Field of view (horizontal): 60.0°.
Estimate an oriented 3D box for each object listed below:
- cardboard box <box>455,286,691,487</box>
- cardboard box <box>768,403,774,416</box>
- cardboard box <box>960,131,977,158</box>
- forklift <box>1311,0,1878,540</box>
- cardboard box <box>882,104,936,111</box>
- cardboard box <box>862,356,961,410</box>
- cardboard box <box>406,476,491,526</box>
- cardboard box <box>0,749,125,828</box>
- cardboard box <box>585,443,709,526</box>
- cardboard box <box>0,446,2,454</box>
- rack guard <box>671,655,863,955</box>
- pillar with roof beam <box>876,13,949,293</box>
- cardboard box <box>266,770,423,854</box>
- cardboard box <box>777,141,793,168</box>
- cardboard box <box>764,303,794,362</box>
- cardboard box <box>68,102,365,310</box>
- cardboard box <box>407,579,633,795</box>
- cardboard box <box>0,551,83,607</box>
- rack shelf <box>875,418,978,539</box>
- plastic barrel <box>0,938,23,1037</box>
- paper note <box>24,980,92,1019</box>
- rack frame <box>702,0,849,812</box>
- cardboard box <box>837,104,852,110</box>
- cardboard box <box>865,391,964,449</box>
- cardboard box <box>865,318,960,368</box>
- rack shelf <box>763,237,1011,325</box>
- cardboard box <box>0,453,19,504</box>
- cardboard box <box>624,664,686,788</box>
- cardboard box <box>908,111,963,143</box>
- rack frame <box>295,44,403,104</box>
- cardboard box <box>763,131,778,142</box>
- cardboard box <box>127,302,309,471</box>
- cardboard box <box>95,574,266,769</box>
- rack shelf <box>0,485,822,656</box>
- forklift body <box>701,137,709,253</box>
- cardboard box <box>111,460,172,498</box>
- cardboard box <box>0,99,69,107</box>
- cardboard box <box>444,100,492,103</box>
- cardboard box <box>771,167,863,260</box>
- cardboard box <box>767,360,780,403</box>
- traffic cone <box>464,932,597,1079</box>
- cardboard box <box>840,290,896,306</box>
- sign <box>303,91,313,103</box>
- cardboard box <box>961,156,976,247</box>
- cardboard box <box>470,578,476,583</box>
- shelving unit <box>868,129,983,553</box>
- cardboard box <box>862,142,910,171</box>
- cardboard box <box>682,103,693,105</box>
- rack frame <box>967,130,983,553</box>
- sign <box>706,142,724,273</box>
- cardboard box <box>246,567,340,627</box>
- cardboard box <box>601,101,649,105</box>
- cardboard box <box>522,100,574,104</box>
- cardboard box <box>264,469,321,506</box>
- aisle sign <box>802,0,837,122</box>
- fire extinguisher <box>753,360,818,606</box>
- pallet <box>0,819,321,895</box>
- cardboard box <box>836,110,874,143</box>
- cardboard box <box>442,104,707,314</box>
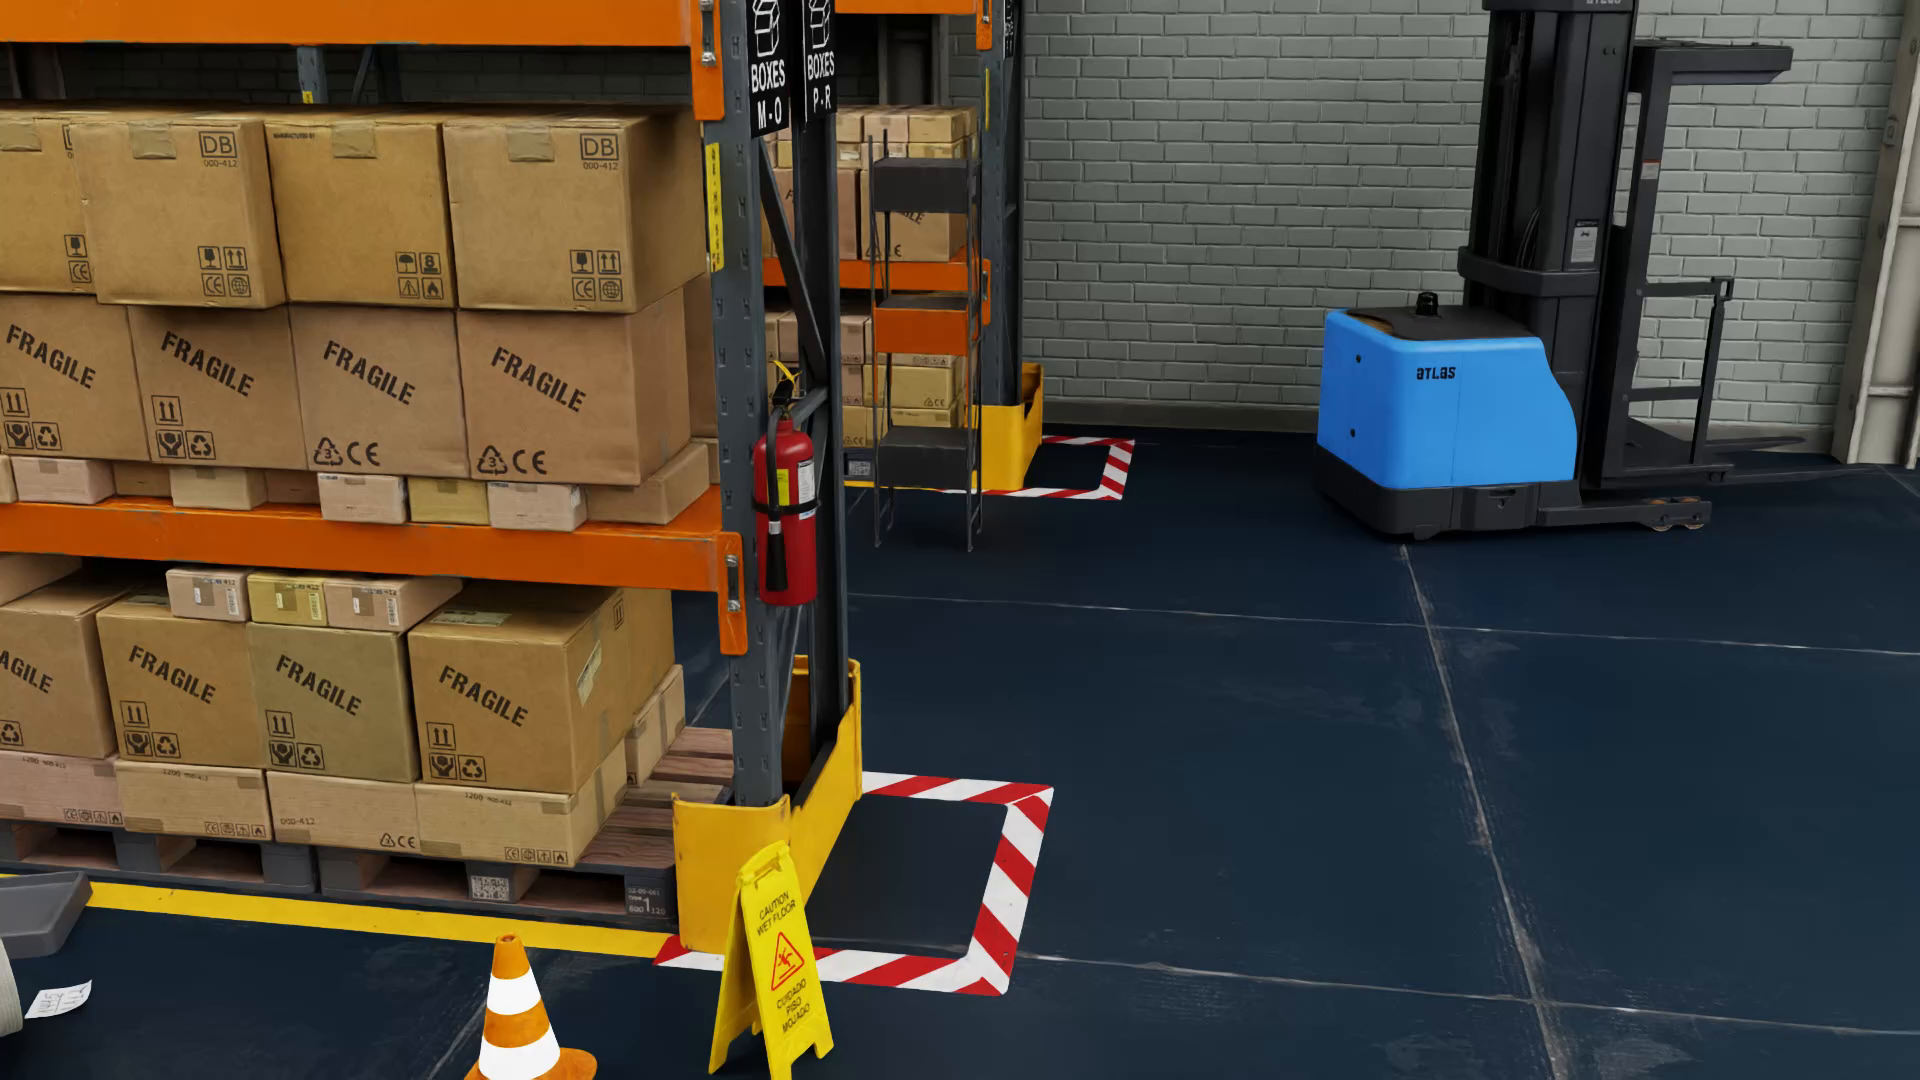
[{"bbox_3d":[-1.113,-0.473,4.863,0.500,0.500,0.500,3,19,8],"label":"cardboard box"},{"bbox_3d":[-1.246,-0.775,10.062,0.500,0.250,0.500,3,19,9],"label":"cardboard box"},{"bbox_3d":[-0.043,-2.352,9.925,0.250,0.149,0.380,2,19,7],"label":"cardboard box"},{"bbox_3d":[3.588,-1.598,8.961,3.031,2.935,1.130,-3,19,-10],"label":"forklift"},{"bbox_3d":[-0.300,-2.512,9.934,0.250,0.149,0.380,4,19,11],"label":"cardboard box"},{"bbox_3d":[-0.280,-0.958,9.821,0.500,0.250,0.500,3,19,8],"label":"cardboard box"},{"bbox_3d":[-1.454,-0.174,4.991,0.250,0.149,0.380,3,19,8],"label":"cardboard box"},{"bbox_3d":[-2.890,0.724,5.585,0.500,0.250,0.500,3,19,8],"label":"cardboard box"},{"bbox_3d":[-0.936,-0.176,4.998,0.250,0.149,0.380,4,19,10],"label":"cardboard box"},{"bbox_3d":[-3.099,-0.576,5.172,0.500,0.500,0.500,3,19,8],"label":"cardboard box"},{"bbox_3d":[-0.608,0.838,5.510,0.348,0.500,1.175,3,19,9],"label":"rack guard"},{"bbox_3d":[-0.977,-3.712,5.716,0.400,9.000,9.100,3,19,9],"label":"pillar with roof beam"},{"bbox_3d":[-1.884,0.776,5.427,0.500,0.250,0.500,3,19,9],"label":"cardboard box"},{"bbox_3d":[-0.883,-2.235,9.576,0.250,0.149,0.380,3,19,8],"label":"cardboard box"},{"bbox_3d":[-1.259,-1.240,9.876,0.500,0.250,0.500,3,19,9],"label":"cardboard box"},{"bbox_3d":[-2.091,-0.985,4.816,0.500,0.500,0.700,3,19,8],"label":"cardboard box"},{"bbox_3d":[-1.366,0.447,5.229,0.500,0.500,0.500,3,19,9],"label":"cardboard box"},{"bbox_3d":[-3.055,0.074,5.322,0.250,0.149,0.380,4,19,12],"label":"cardboard box"},{"bbox_3d":[-0.163,-0.327,8.721,0.480,0.518,0.431,3,19,9],"label":"rack shelf"},{"bbox_3d":[-2.813,1.249,4.404,0.512,0.421,0.421,-15,24,-38],"label":"plastic barrel"},{"bbox_3d":[-2.599,1.324,4.798,0.148,0.019,0.142,-3,19,-10],"label":"paper note"},{"bbox_3d":[-0.533,-0.343,5.102,0.127,3.000,1.000,3,19,9],"label":"rack frame"},{"bbox_3d":[-0.805,-2.528,9.984,0.250,0.149,0.380,3,19,9],"label":"cardboard box"},{"bbox_3d":[-0.264,-0.719,9.895,0.500,0.250,0.500,3,19,9],"label":"cardboard box"},{"bbox_3d":[-0.254,-1.194,9.739,0.500,0.250,0.500,4,19,10],"label":"cardboard box"},{"bbox_3d":[-1.724,-1.658,10.165,4.000,0.370,1.077,3,19,9],"label":"rack shelf"},{"bbox_3d":[-2.961,-0.242,5.195,0.250,0.149,0.380,3,19,9],"label":"cardboard box"},{"bbox_3d":[-1.286,0.634,5.852,0.500,0.250,0.500,3,19,8],"label":"cardboard box"},{"bbox_3d":[-0.137,-2.347,9.441,0.250,0.149,0.380,3,19,9],"label":"cardboard box"},{"bbox_3d":[-3.699,-2.100,10.352,0.127,3.000,1.000,3,19,9],"label":"rack frame"},{"bbox_3d":[-1.156,-2.368,9.505,0.250,0.149,0.380,3,19,10],"label":"cardboard box"},{"bbox_3d":[-2.100,-0.526,5.021,0.500,0.500,0.500,3,19,8],"label":"cardboard box"},{"bbox_3d":[-2.379,0.394,5.387,0.500,0.500,0.500,2,19,7],"label":"cardboard box"},{"bbox_3d":[-2.508,-0.103,5.517,4.000,0.370,1.077,3,19,9],"label":"rack shelf"},{"bbox_3d":[-1.911,-1.020,8.462,1.214,2.155,2.313,3,19,9],"label":"forklift body"},{"bbox_3d":[-2.442,-0.259,5.246,0.250,0.149,0.380,3,19,9],"label":"cardboard box"},{"bbox_3d":[-3.090,-1.051,5.015,0.500,0.500,0.700,3,19,7],"label":"cardboard box"},{"bbox_3d":[-3.095,-2.649,10.344,0.250,0.149,0.380,2,19,7],"label":"cardboard box"},{"bbox_3d":[-0.788,-1.918,9.649,0.500,0.500,0.500,4,19,10],"label":"cardboard box"},{"bbox_3d":[-1.286,-1.006,9.965,0.500,0.250,0.500,2,19,7],"label":"cardboard box"},{"bbox_3d":[-1.162,1.242,4.362,0.334,0.463,0.336,3,19,9],"label":"traffic cone"},{"bbox_3d":[-0.688,-1.376,10.283,0.500,0.250,0.500,3,19,9],"label":"cardboard box"},{"bbox_3d":[-3.775,-2.441,9.671,0.005,0.325,0.100,3,19,9],"label":"sign"},{"bbox_3d":[-0.195,-2.058,10.069,0.500,0.500,0.500,4,19,10],"label":"cardboard box"},{"bbox_3d":[-1.826,0.253,5.811,0.500,0.500,0.500,2,19,7],"label":"cardboard box"},{"bbox_3d":[-0.163,-1.004,8.495,0.503,2.100,0.431,3,19,9],"label":"shelving unit"},{"bbox_3d":[-0.393,-2.187,9.432,0.250,0.149,0.380,3,19,10],"label":"cardboard box"},{"bbox_3d":[-1.570,-2.565,10.094,0.250,0.149,0.380,3,19,9],"label":"cardboard box"},{"bbox_3d":[0.077,-0.992,8.458,0.015,2.100,0.400,3,19,9],"label":"rack frame"},{"bbox_3d":[-0.641,-0.870,4.352,0.005,0.325,0.100,3,19,9],"label":"sign"},{"bbox_3d":[-1.986,0.128,5.159,0.250,0.149,0.380,3,19,10],"label":"cardboard box"},{"bbox_3d":[-2.076,-2.600,10.198,0.250,0.149,0.380,3,19,8],"label":"cardboard box"},{"bbox_3d":[-2.574,-2.647,10.338,0.250,0.149,0.380,3,19,8],"label":"cardboard box"},{"bbox_3d":[-1.943,-0.234,5.171,0.250,0.149,0.380,3,19,9],"label":"cardboard box"},{"bbox_3d":[-0.423,-1.670,4.971,0.004,0.787,0.394,3,19,9],"label":"aisle sign"},{"bbox_3d":[-0.493,-0.157,4.666,0.183,0.674,0.296,3,19,9],"label":"fire extinguisher"},{"bbox_3d":[-2.606,0.861,5.897,1.213,0.211,1.003,3,19,9],"label":"pallet"},{"bbox_3d":[-0.648,-2.354,9.463,0.250,0.149,0.380,3,19,10],"label":"cardboard box"},{"bbox_3d":[-1.072,-0.963,4.753,0.500,0.500,0.700,2,19,7],"label":"cardboard box"}]
